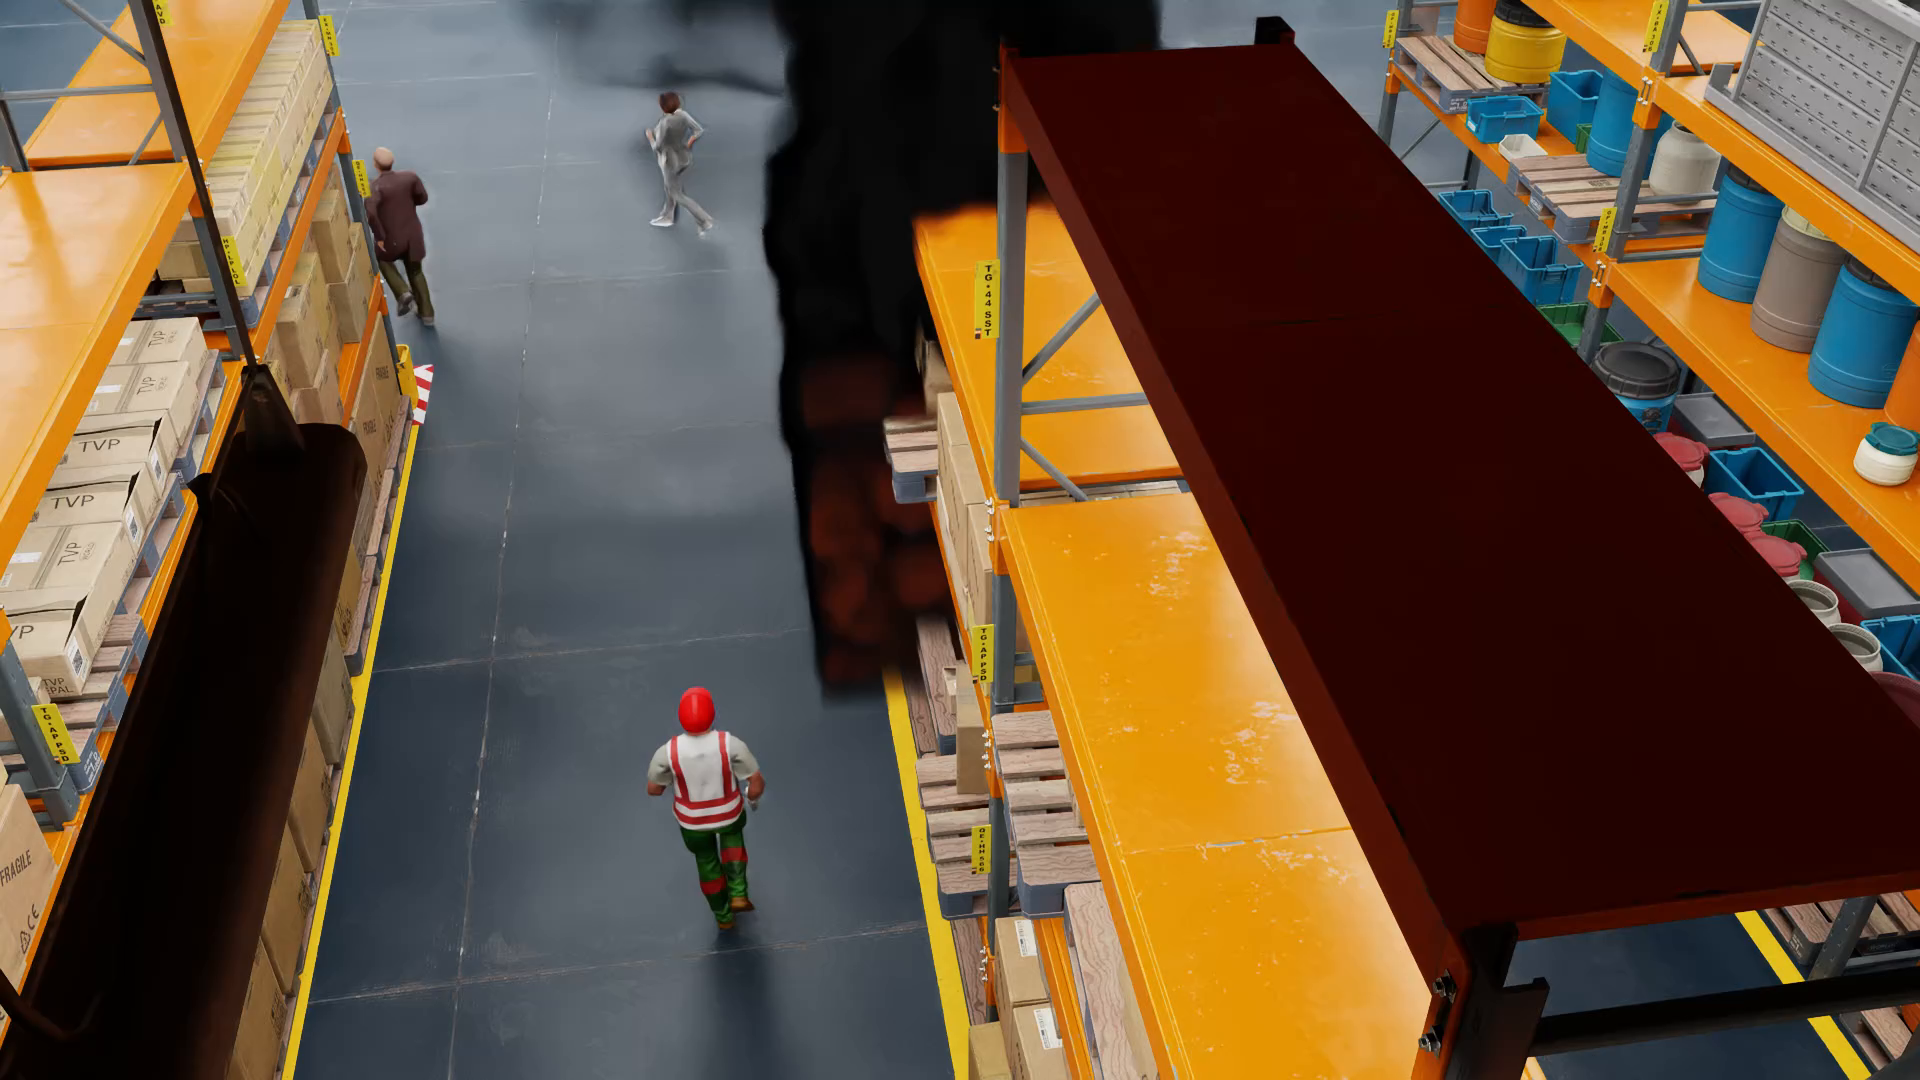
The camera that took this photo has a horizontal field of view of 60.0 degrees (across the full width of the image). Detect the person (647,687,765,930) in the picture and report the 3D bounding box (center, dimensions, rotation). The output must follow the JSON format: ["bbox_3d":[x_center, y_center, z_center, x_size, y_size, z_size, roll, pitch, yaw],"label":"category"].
[{"bbox_3d":[-1.492,1.571,9.836,0.668,1.749,0.583,-8,37,-11],"label":"person"}]

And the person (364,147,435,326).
[{"bbox_3d":[-5.401,-2.940,15.979,0.713,1.706,0.742,-28,44,-32],"label":"person"}]

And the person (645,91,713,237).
[{"bbox_3d":[-2.978,-3.944,17.442,0.895,1.583,0.537,17,40,22],"label":"person"}]
